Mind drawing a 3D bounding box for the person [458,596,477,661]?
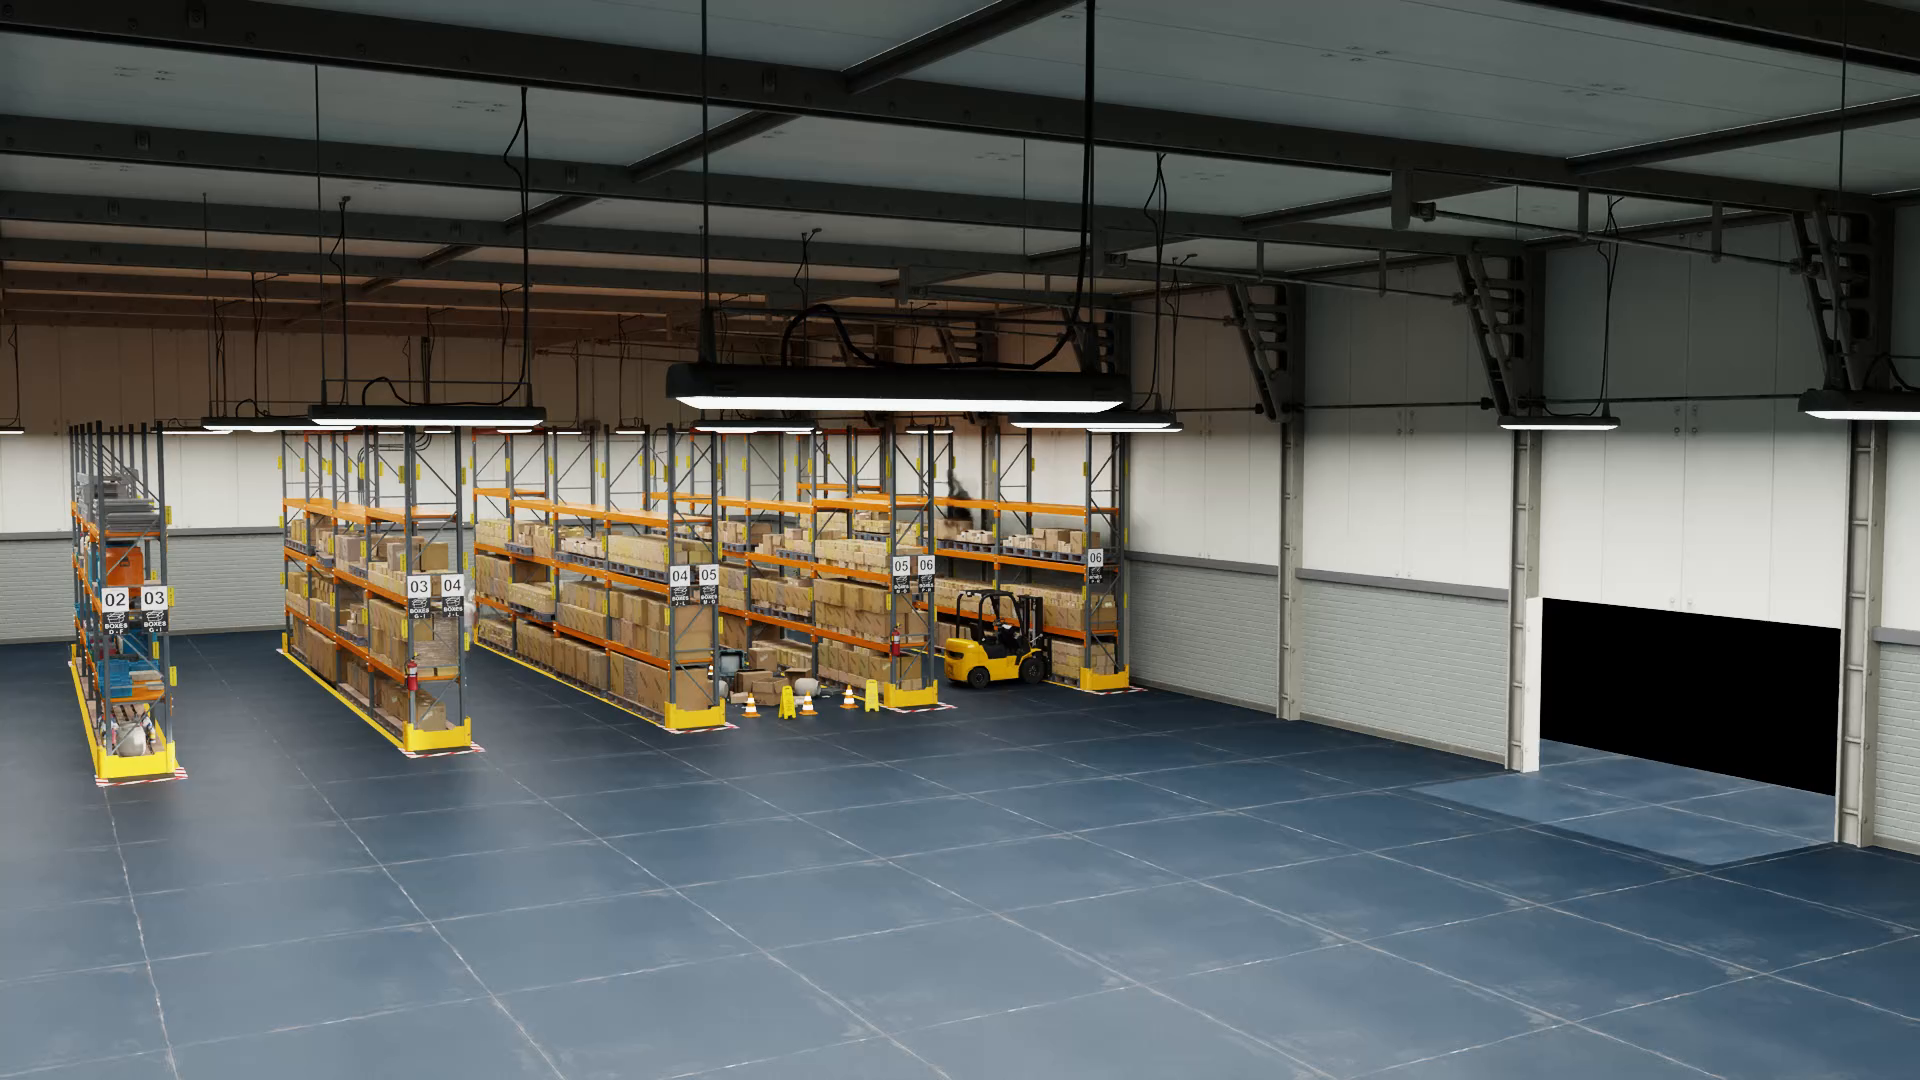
[{"bbox_3d":[-12.683,2.229,42.511,0.712,1.729,0.639,-1,4,-23],"label":"person"}]

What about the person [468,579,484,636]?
[{"bbox_3d":[-13.852,1.938,47.745,0.631,1.640,0.836,3,4,37],"label":"person"}]
